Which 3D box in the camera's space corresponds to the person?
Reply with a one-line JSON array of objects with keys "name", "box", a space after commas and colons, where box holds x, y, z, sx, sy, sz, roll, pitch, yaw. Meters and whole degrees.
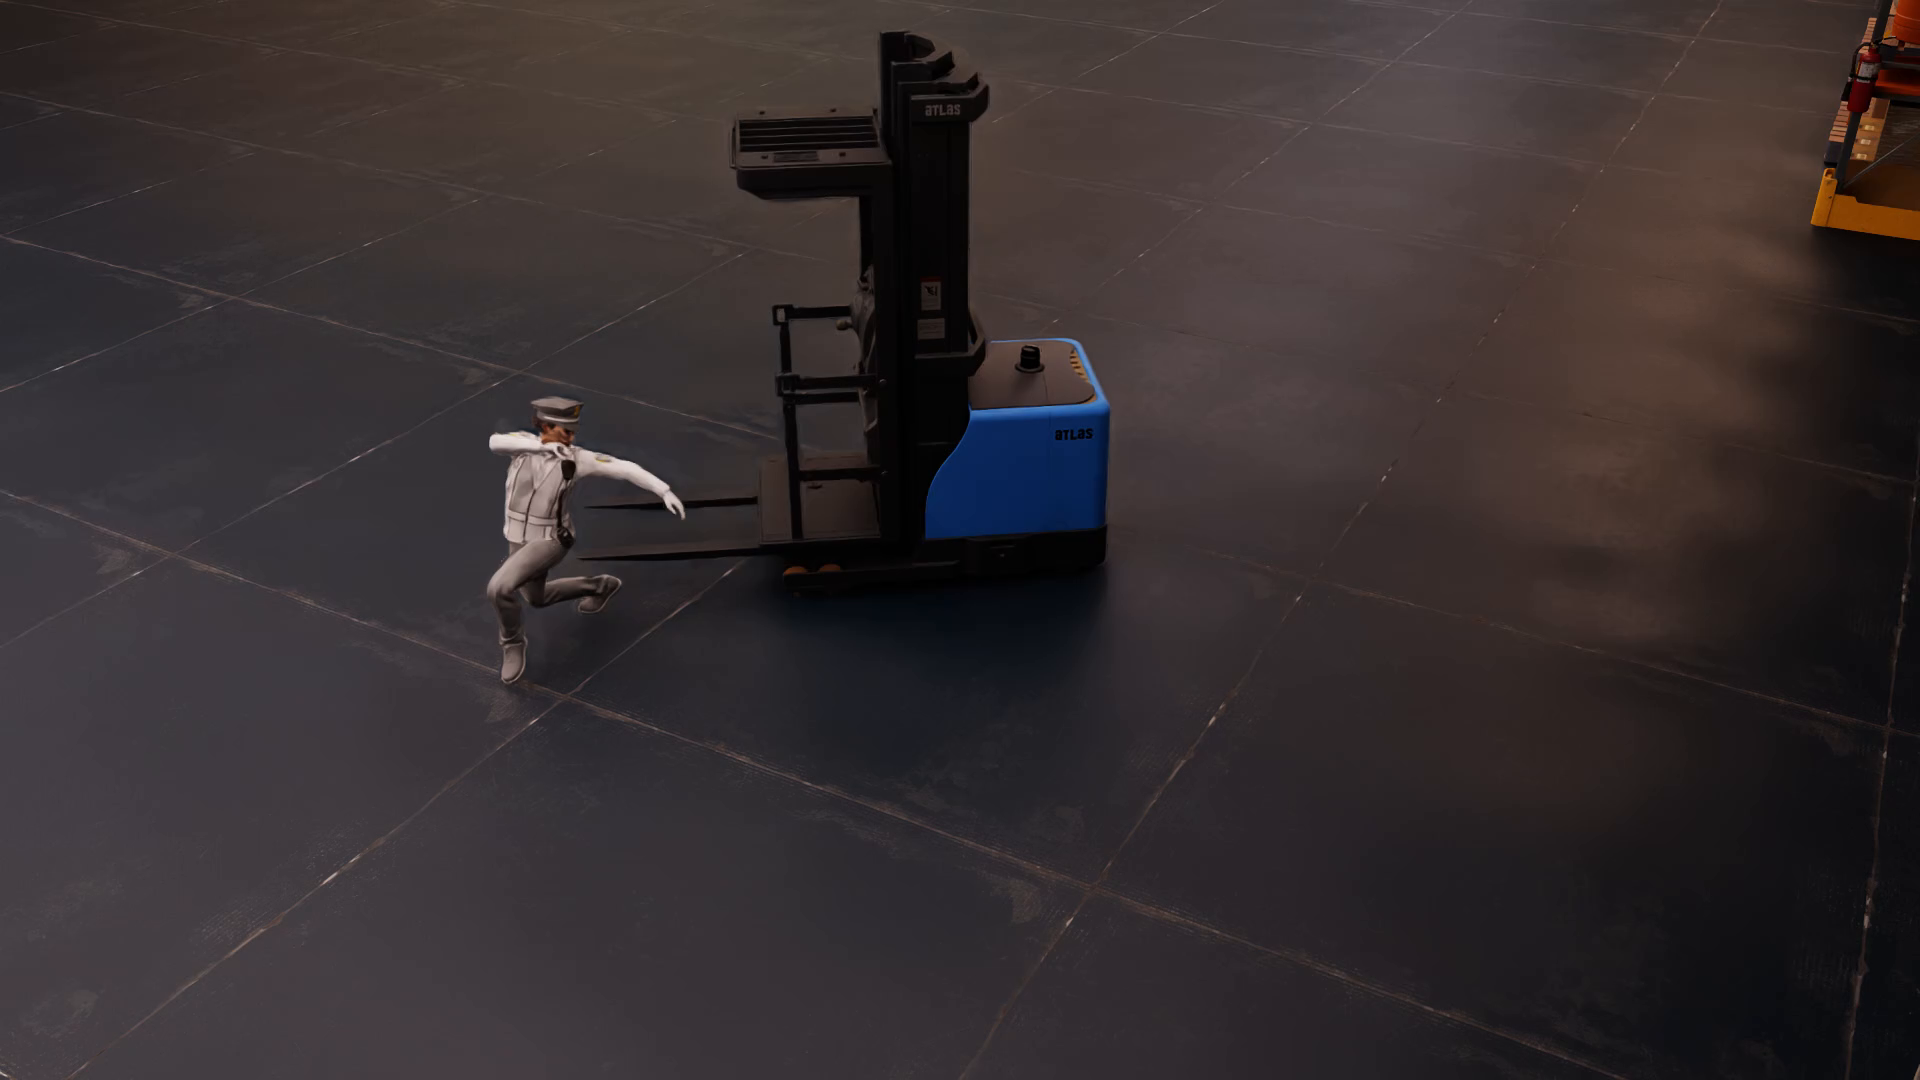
[{"name": "person", "box": [-1.963, -0.011, 8.536, 0.890, 1.368, 0.928, 12, 32, 20]}]

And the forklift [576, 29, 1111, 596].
[{"name": "forklift", "box": [-0.706, -1.232, 9.206, 3.031, 2.935, 1.130, -3, 30, -6]}]
